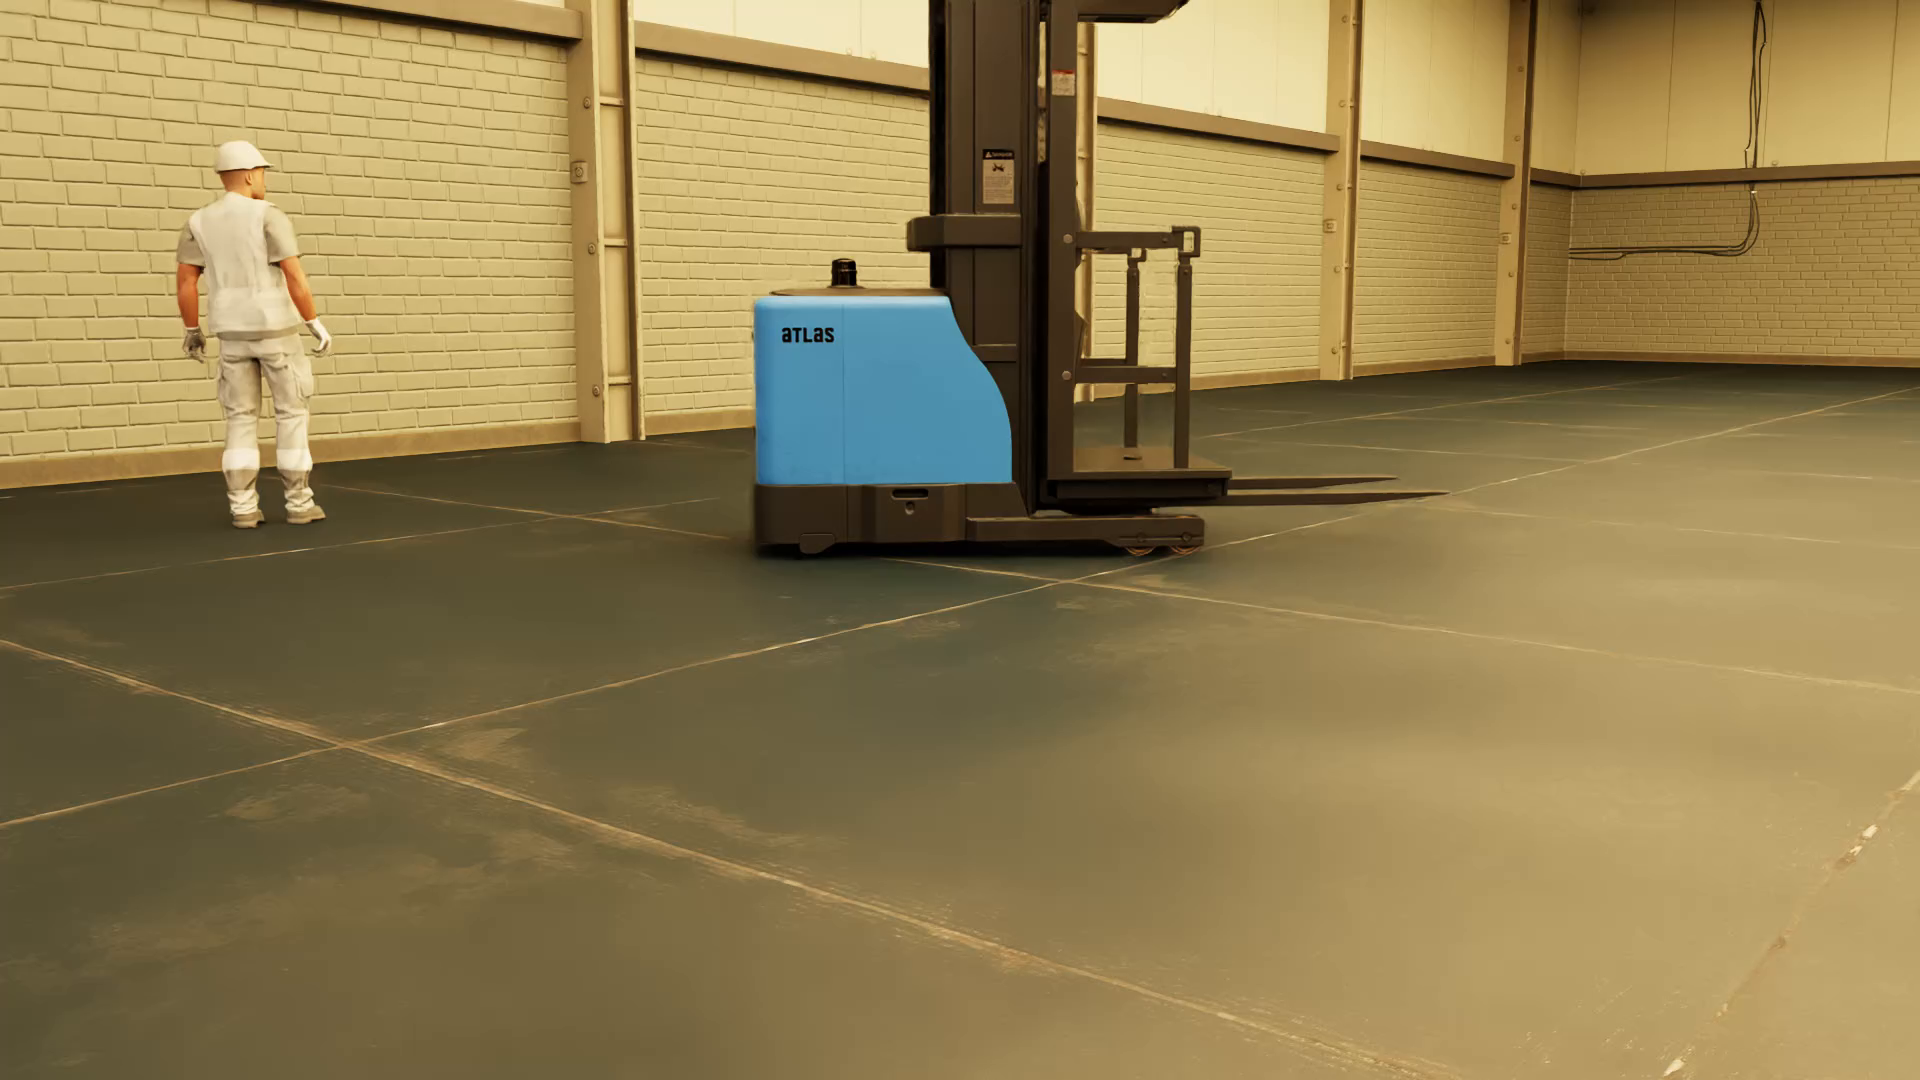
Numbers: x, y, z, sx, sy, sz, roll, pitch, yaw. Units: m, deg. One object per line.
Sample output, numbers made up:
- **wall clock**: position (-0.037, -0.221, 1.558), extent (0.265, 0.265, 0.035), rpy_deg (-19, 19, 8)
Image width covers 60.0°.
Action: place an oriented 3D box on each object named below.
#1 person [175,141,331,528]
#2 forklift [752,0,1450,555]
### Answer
- **person**: position (-3.292, -0.963, 7.829), extent (0.705, 1.788, 0.426), rpy_deg (0, 8, -1)
- **forklift**: position (0.607, -1.461, 7.267), extent (3.031, 2.935, 1.130), rpy_deg (-1, 8, -6)
